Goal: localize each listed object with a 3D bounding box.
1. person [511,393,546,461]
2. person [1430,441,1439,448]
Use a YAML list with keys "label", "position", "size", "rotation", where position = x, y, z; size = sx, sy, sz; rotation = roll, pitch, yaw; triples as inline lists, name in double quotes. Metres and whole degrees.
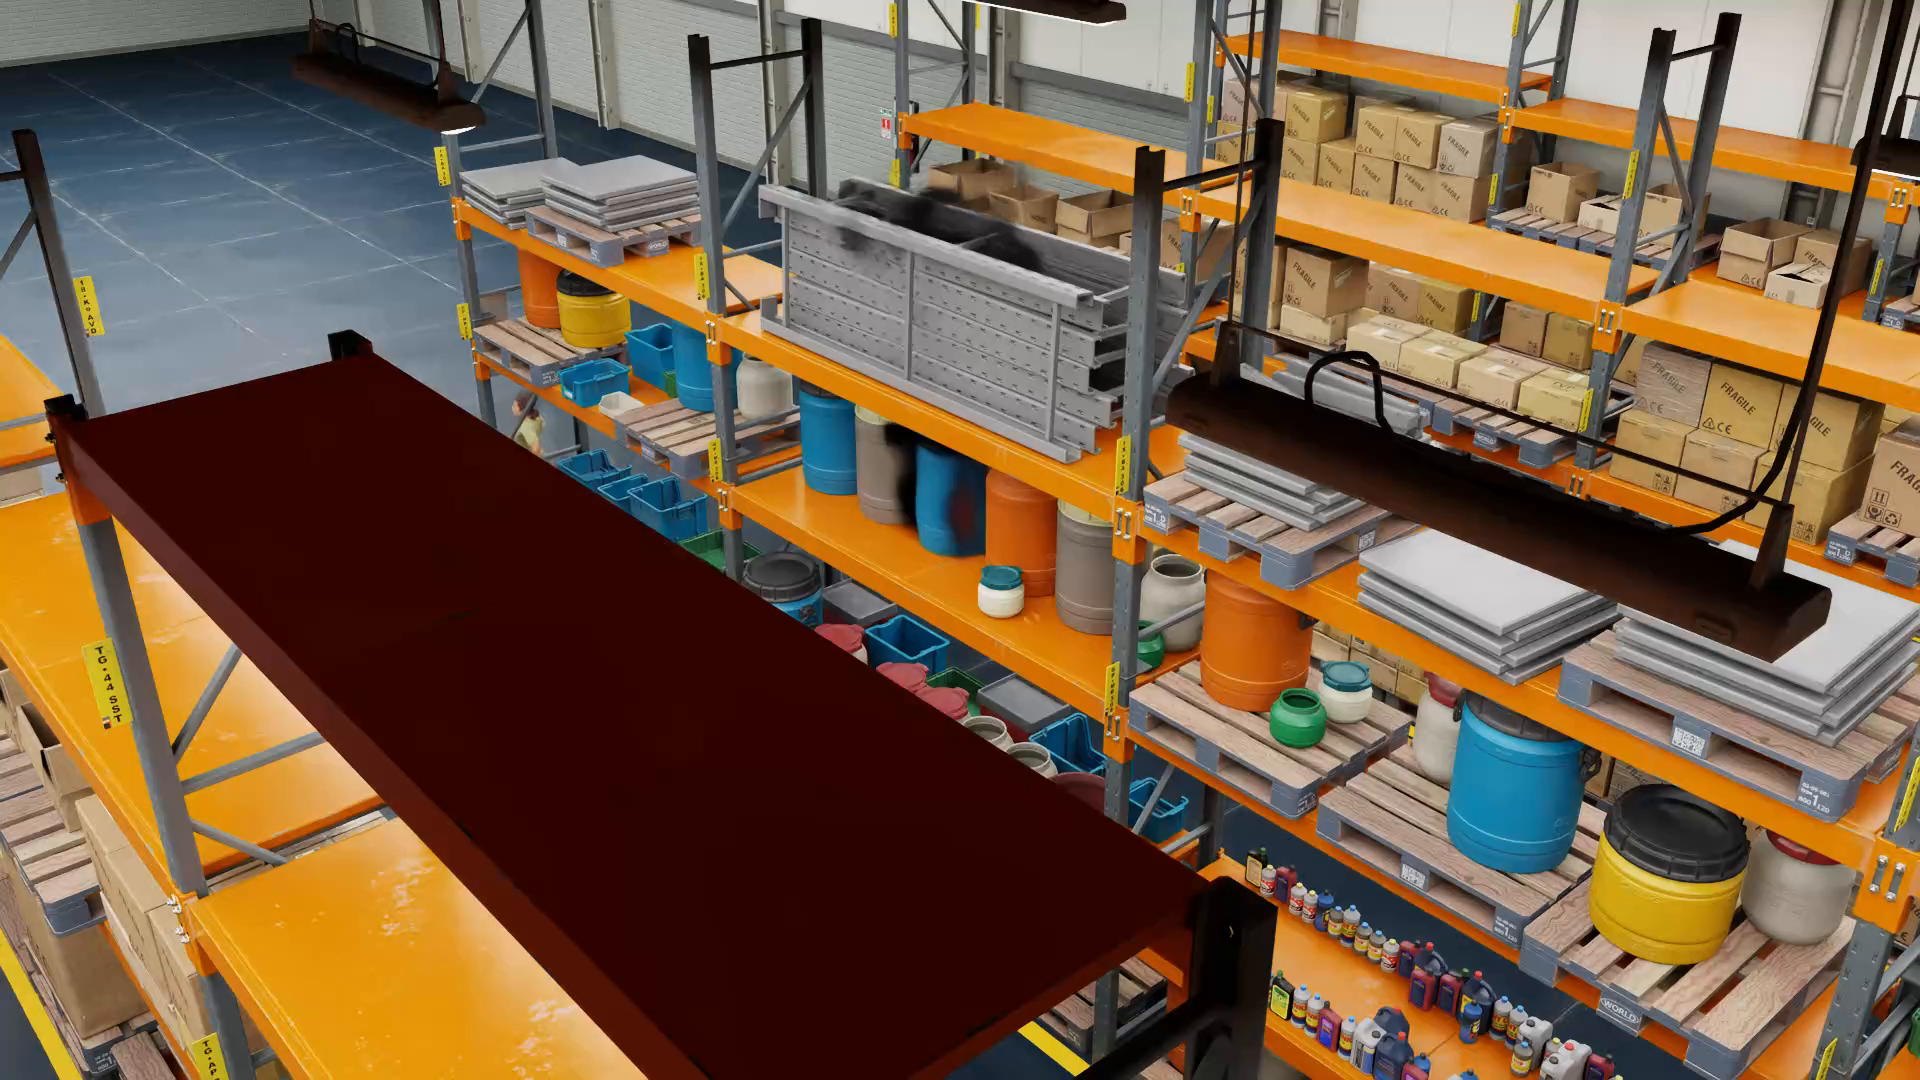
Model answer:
- label: "person"
  position: [-4.465, -0.780, 17.275]
  size: [0.931, 1.627, 0.634]
  rotation: [2, 27, 3]
- label: "person"
  position: [4.477, -0.412, 16.465]
  size: [0.659, 1.742, 0.708]
  rotation: [-23, 35, -37]
